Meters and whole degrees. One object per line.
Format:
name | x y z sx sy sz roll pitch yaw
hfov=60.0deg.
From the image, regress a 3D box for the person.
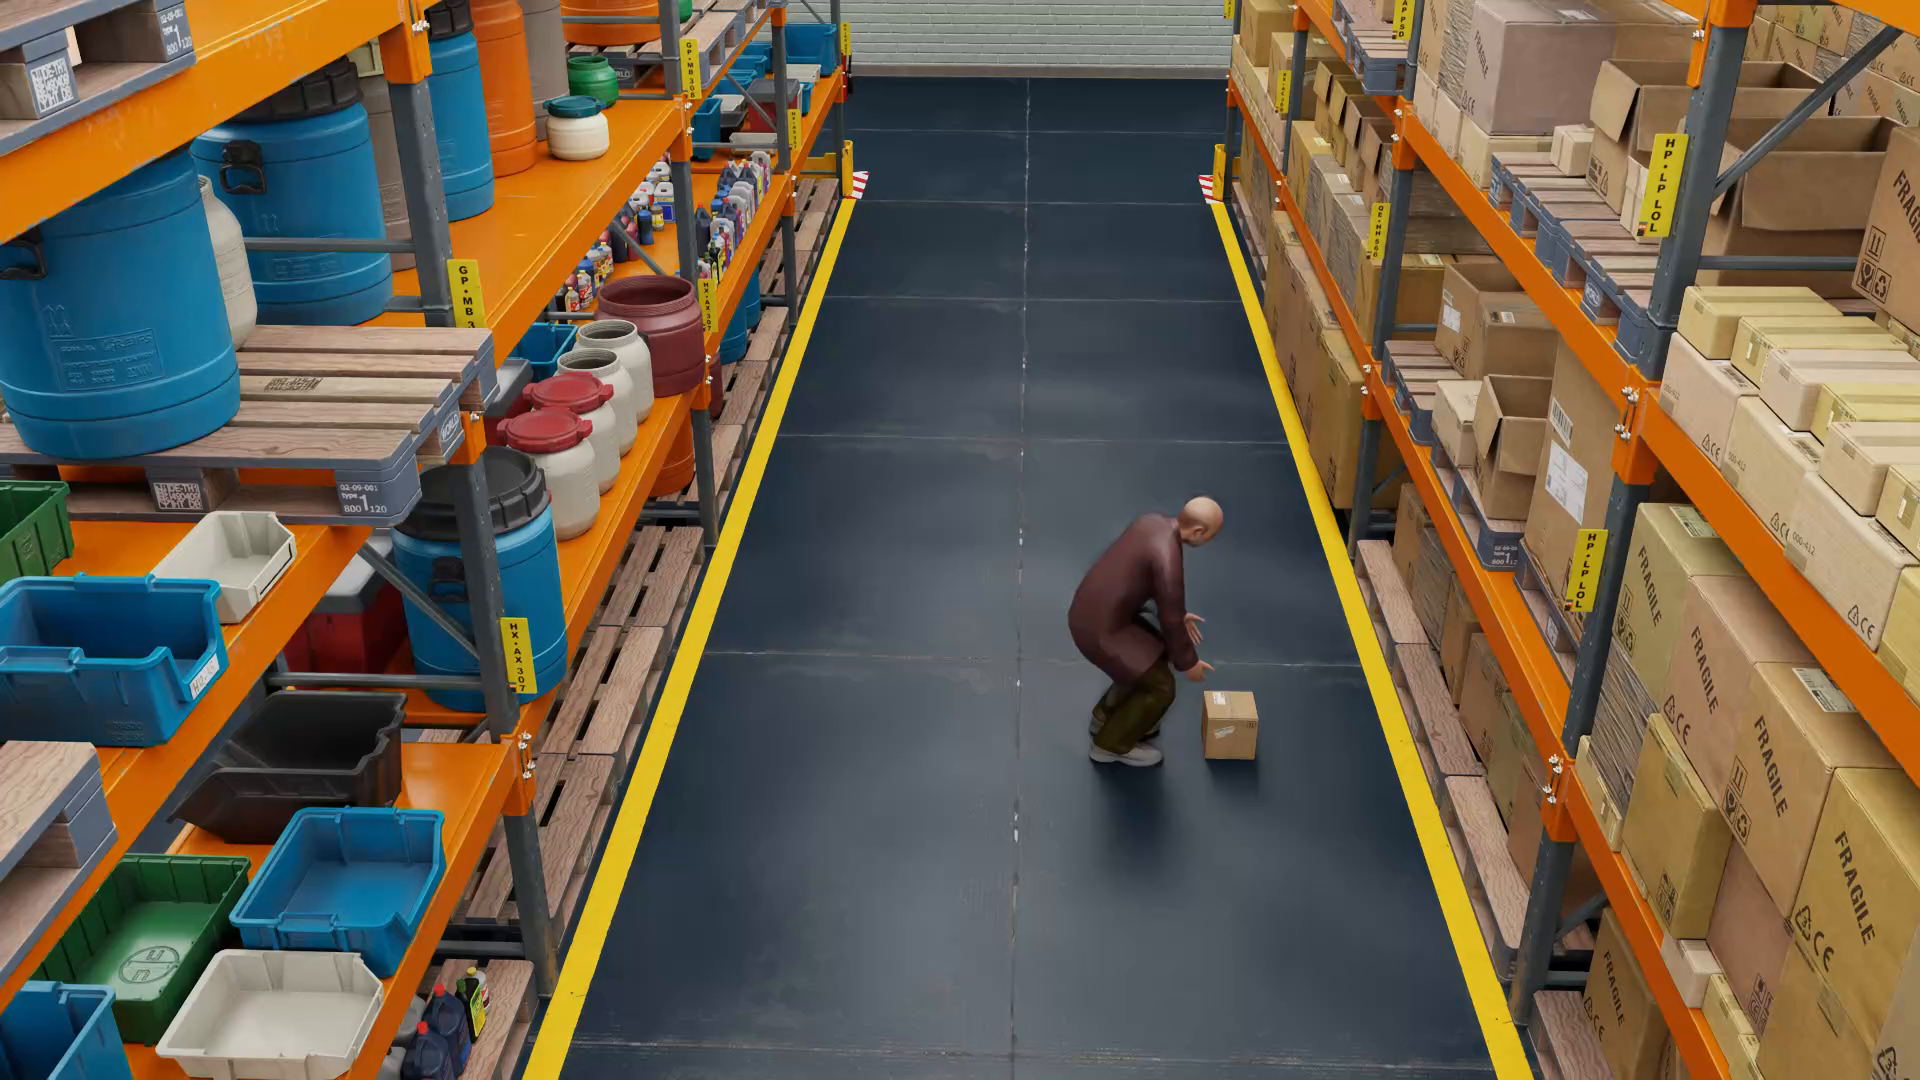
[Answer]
person | 0.899 0.422 8.257 0.737 1.386 0.633 1 28 2
